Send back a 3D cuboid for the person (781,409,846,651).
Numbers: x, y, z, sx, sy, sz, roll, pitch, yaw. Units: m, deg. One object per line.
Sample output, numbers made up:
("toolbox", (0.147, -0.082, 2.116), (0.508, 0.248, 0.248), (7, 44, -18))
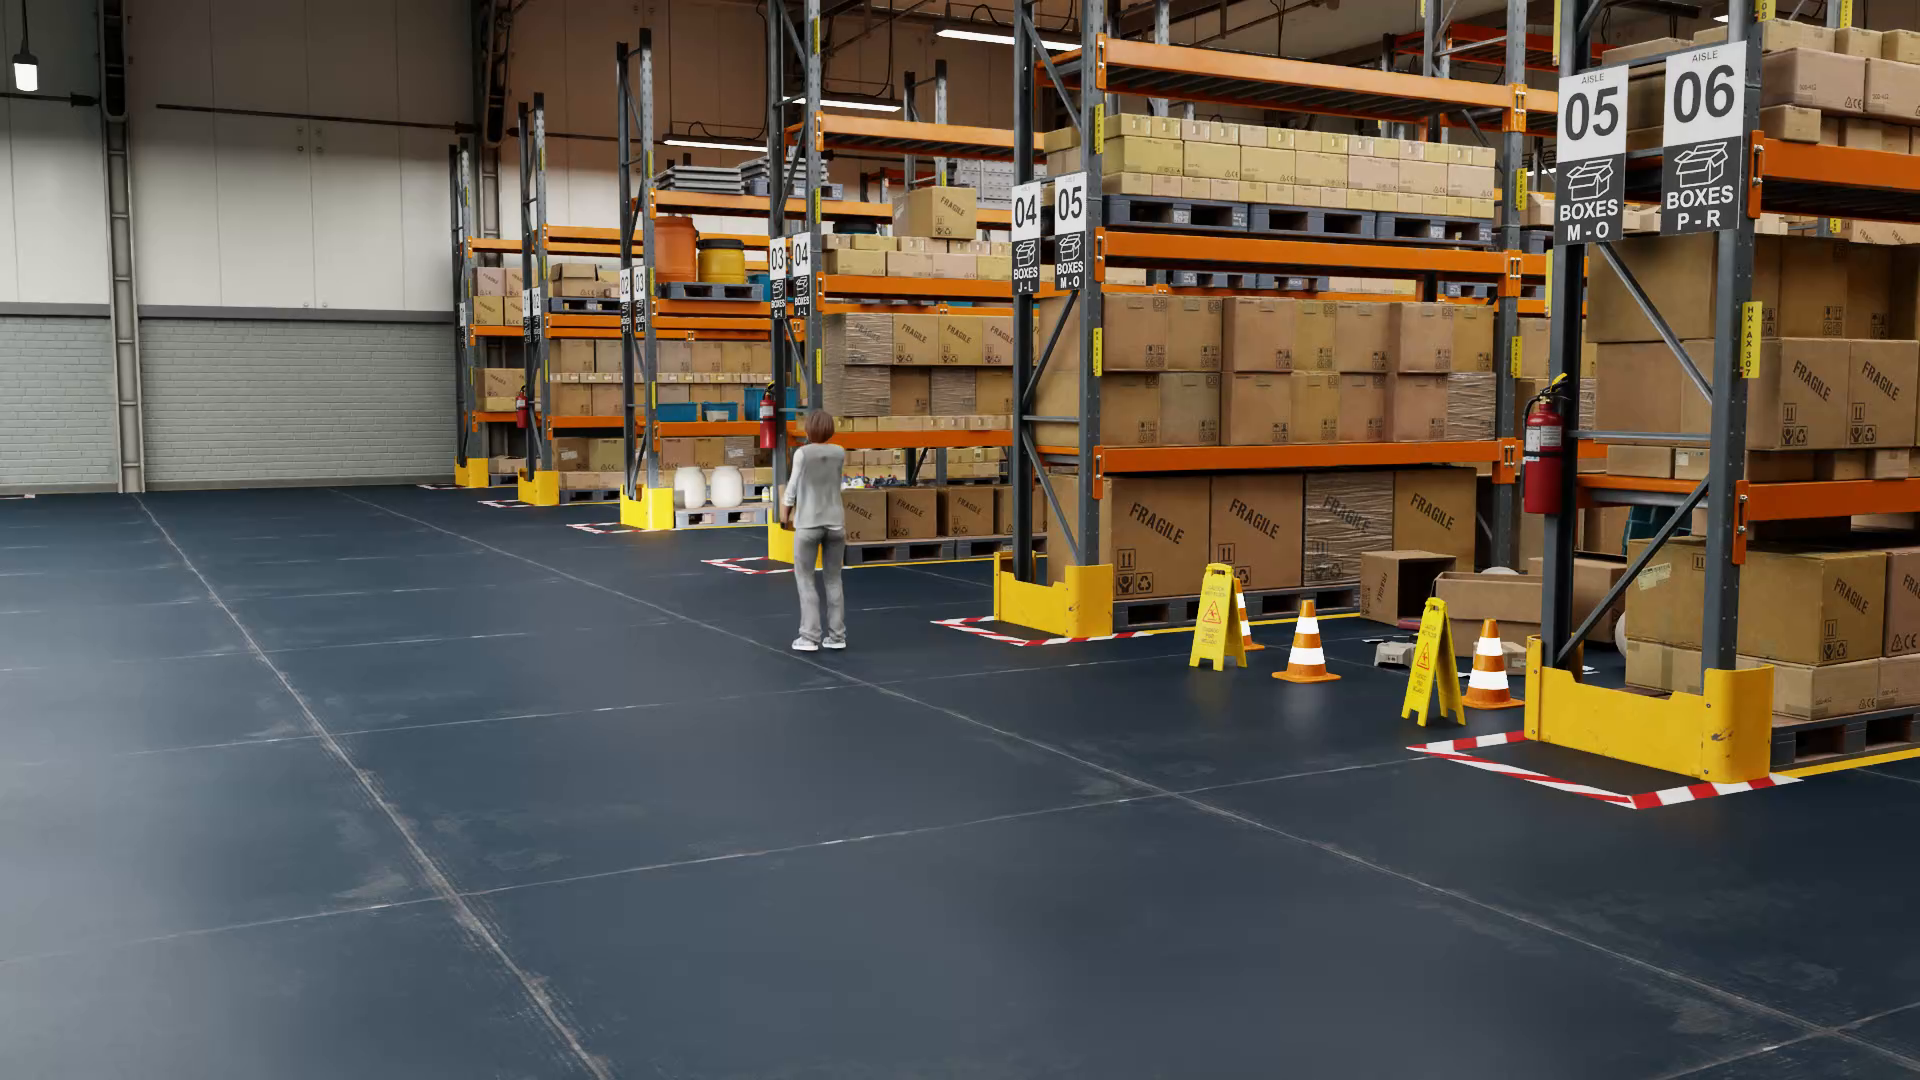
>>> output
("person", (-0.967, -0.067, 11.013), (0.406, 1.582, 0.492), (-3, 6, -28))
